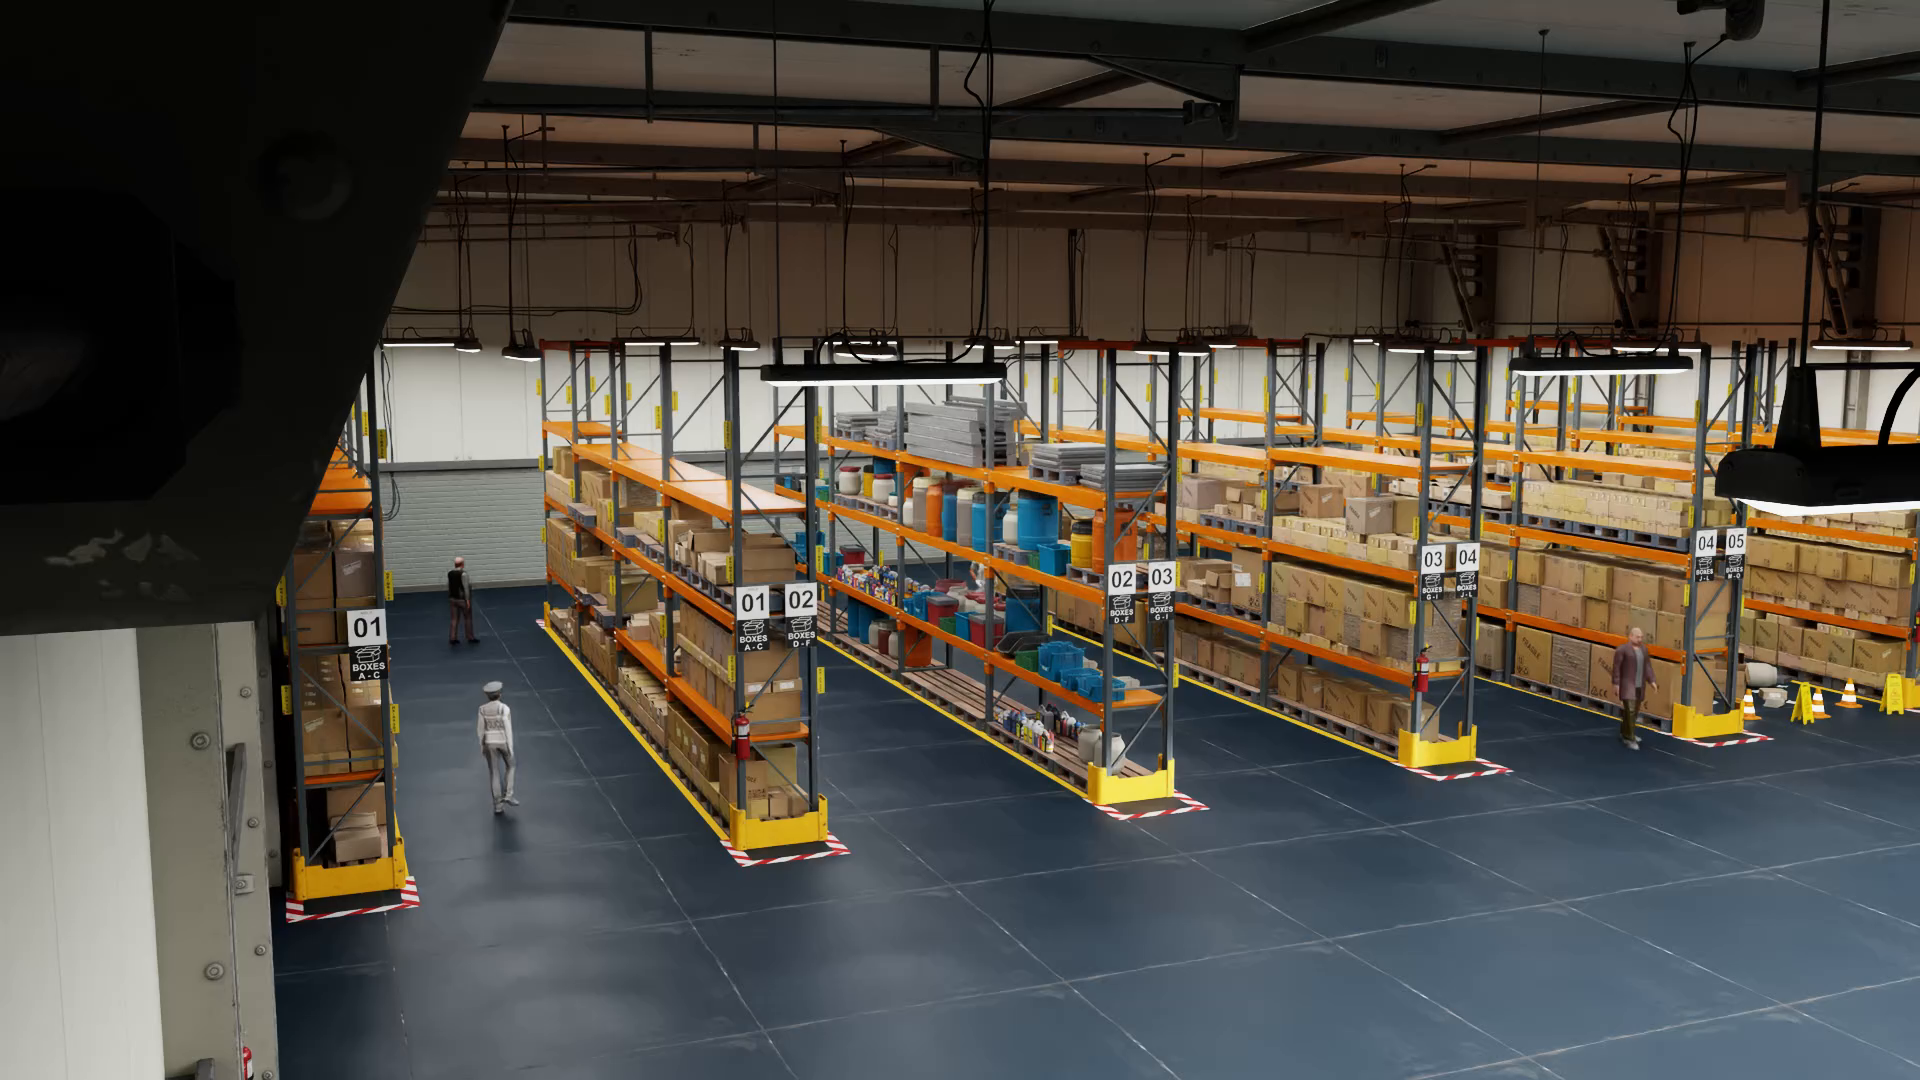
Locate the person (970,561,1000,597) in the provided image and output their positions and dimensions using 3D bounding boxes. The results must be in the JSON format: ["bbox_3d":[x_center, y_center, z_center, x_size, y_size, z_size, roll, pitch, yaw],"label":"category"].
[{"bbox_3d":[0.540,0.924,35.247,0.692,1.683,0.638,-2,8,-13],"label":"person"}]

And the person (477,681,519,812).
[{"bbox_3d":[-6.022,2.687,21.650,0.472,1.678,0.494,-1,8,-9],"label":"person"}]

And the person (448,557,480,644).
[{"bbox_3d":[-9.874,1.205,32.934,0.573,1.737,0.647,3,8,24],"label":"person"}]

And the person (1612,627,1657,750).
[{"bbox_3d":[10.157,2.220,25.042,0.621,1.831,0.627,-2,8,-18],"label":"person"}]
